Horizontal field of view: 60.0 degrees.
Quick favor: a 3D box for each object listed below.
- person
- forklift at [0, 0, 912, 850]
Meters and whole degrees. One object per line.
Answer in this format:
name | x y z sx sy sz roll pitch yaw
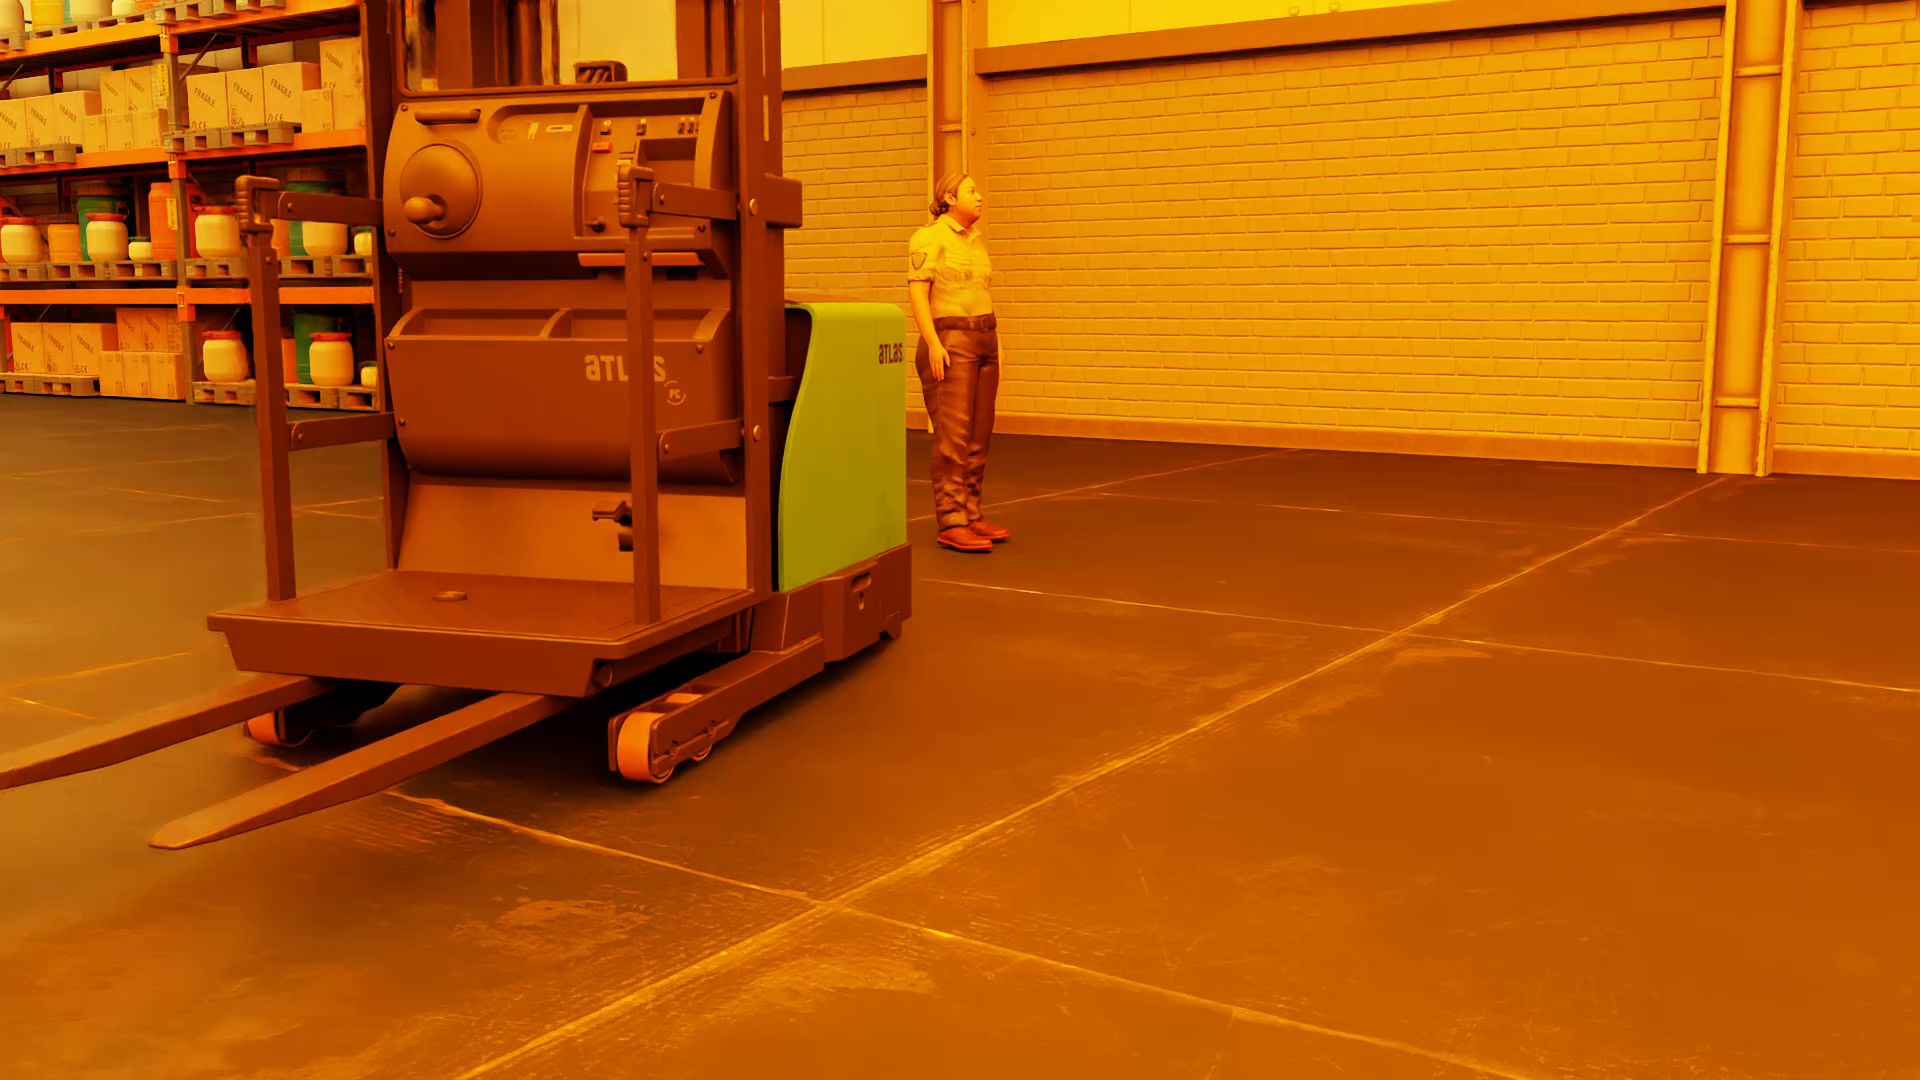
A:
person | 0.062 -0.808 7.419 0.502 1.641 0.598 5 10 34
forklift | -1.090 -0.964 3.973 1.130 2.935 3.031 3 8 18
